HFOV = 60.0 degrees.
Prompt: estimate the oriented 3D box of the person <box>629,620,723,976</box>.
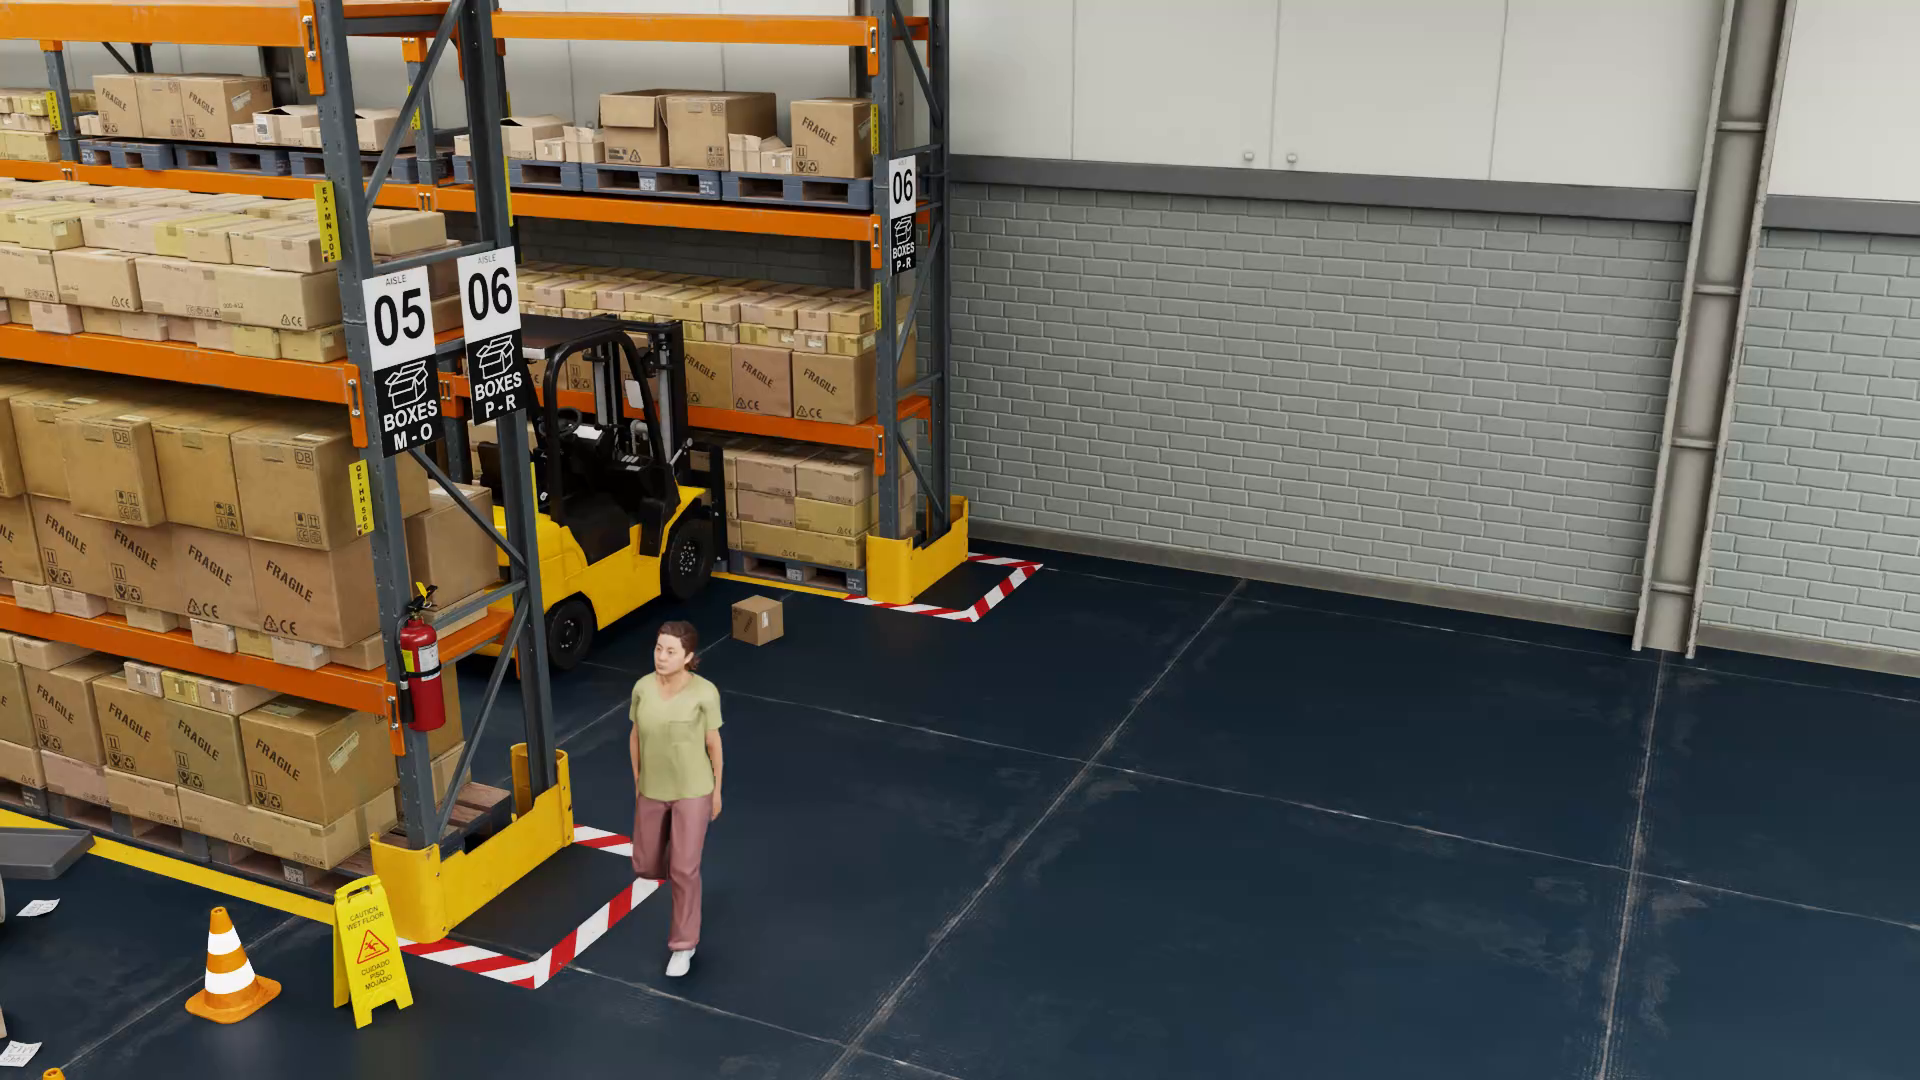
[{"bbox_3d":[-1.310,1.145,7.731,0.447,1.652,0.701,3,19,10],"label":"person"}]
